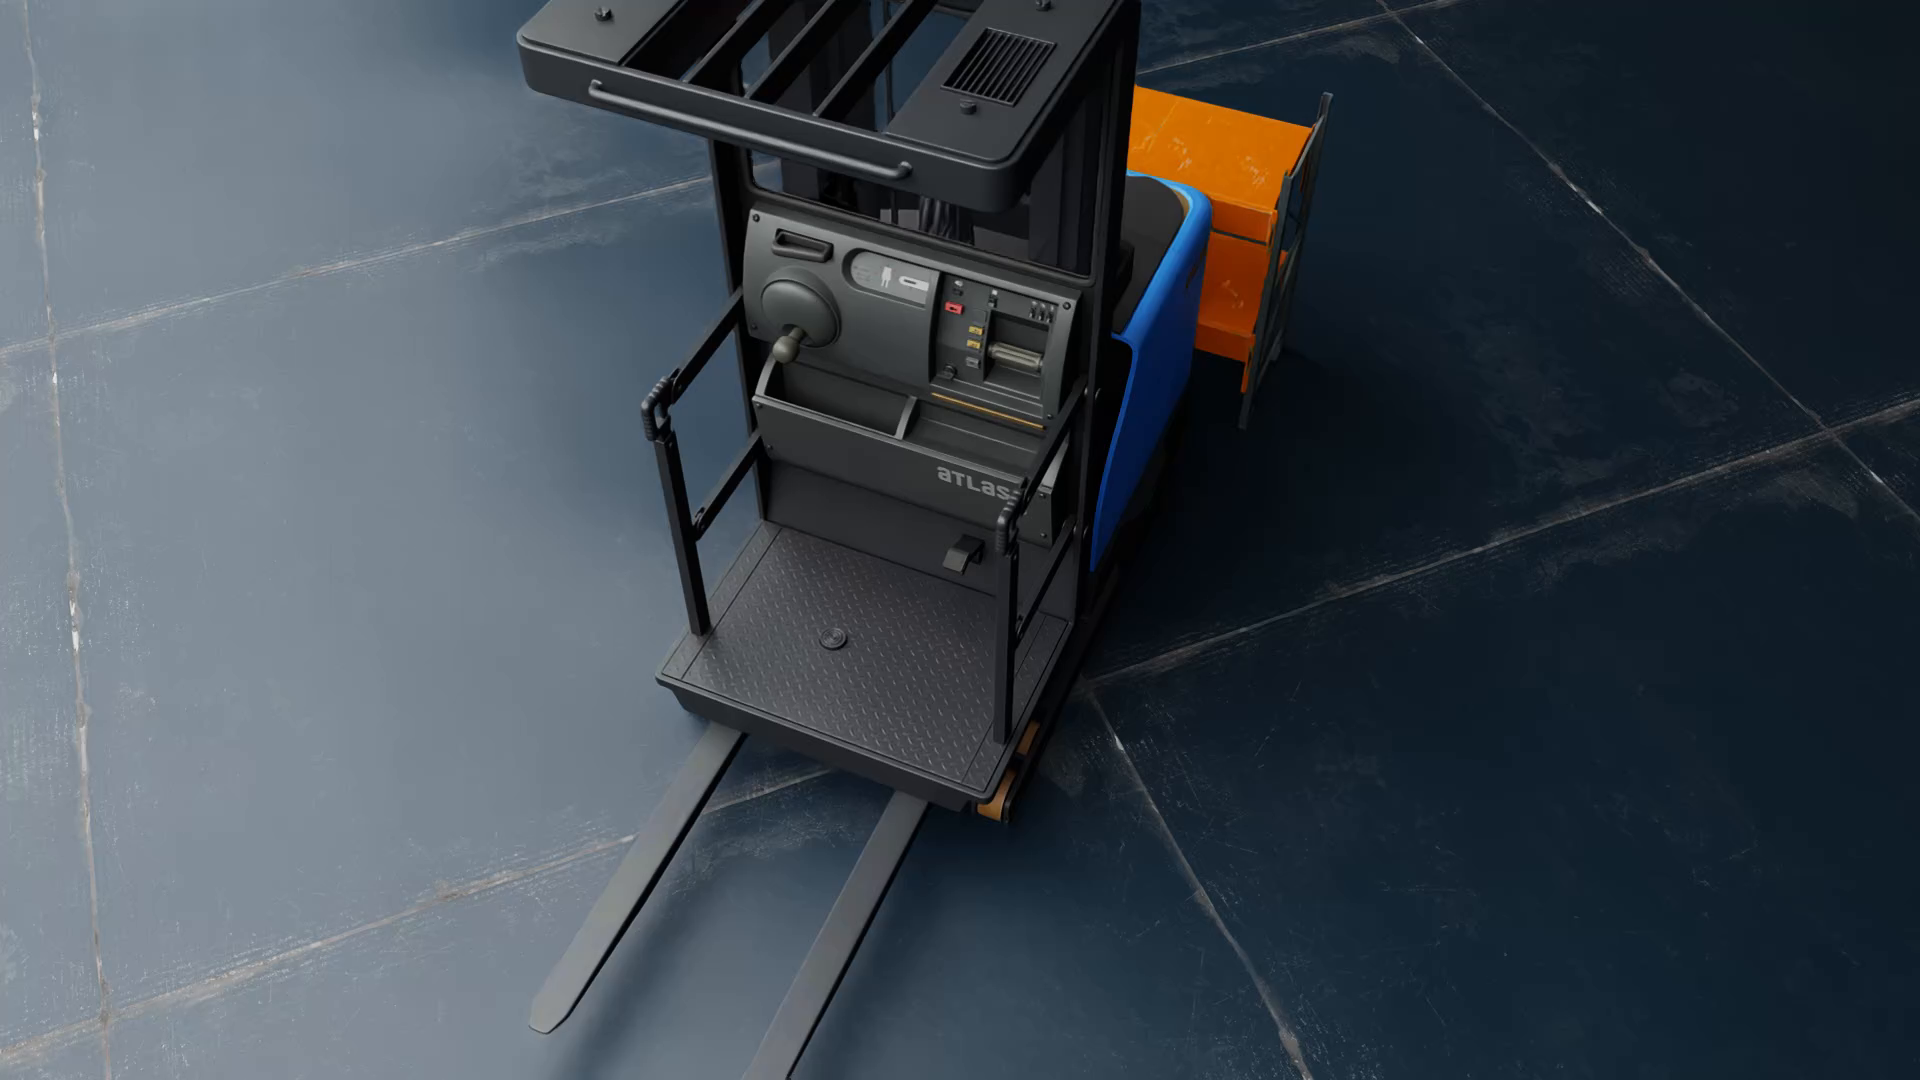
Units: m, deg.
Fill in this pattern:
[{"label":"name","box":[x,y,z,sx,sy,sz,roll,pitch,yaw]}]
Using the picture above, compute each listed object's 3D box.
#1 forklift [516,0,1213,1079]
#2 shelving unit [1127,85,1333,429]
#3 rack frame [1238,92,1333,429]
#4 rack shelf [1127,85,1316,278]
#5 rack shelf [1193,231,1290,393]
[{"label":"forklift","box":[-0.227,-0.488,4.237,1.130,2.935,3.031,18,52,15]},{"label":"shelving unit","box":[0.666,-1.103,5.956,1.048,1.125,0.538,18,52,15]},{"label":"rack frame","box":[1.133,-0.951,5.825,0.032,1.125,0.500,18,52,15]},{"label":"rack shelf","box":[0.666,-1.294,5.734,1.000,0.278,0.538,18,52,15]},{"label":"rack shelf","box":[0.666,-0.944,6.141,1.000,0.278,0.538,18,52,15]}]
